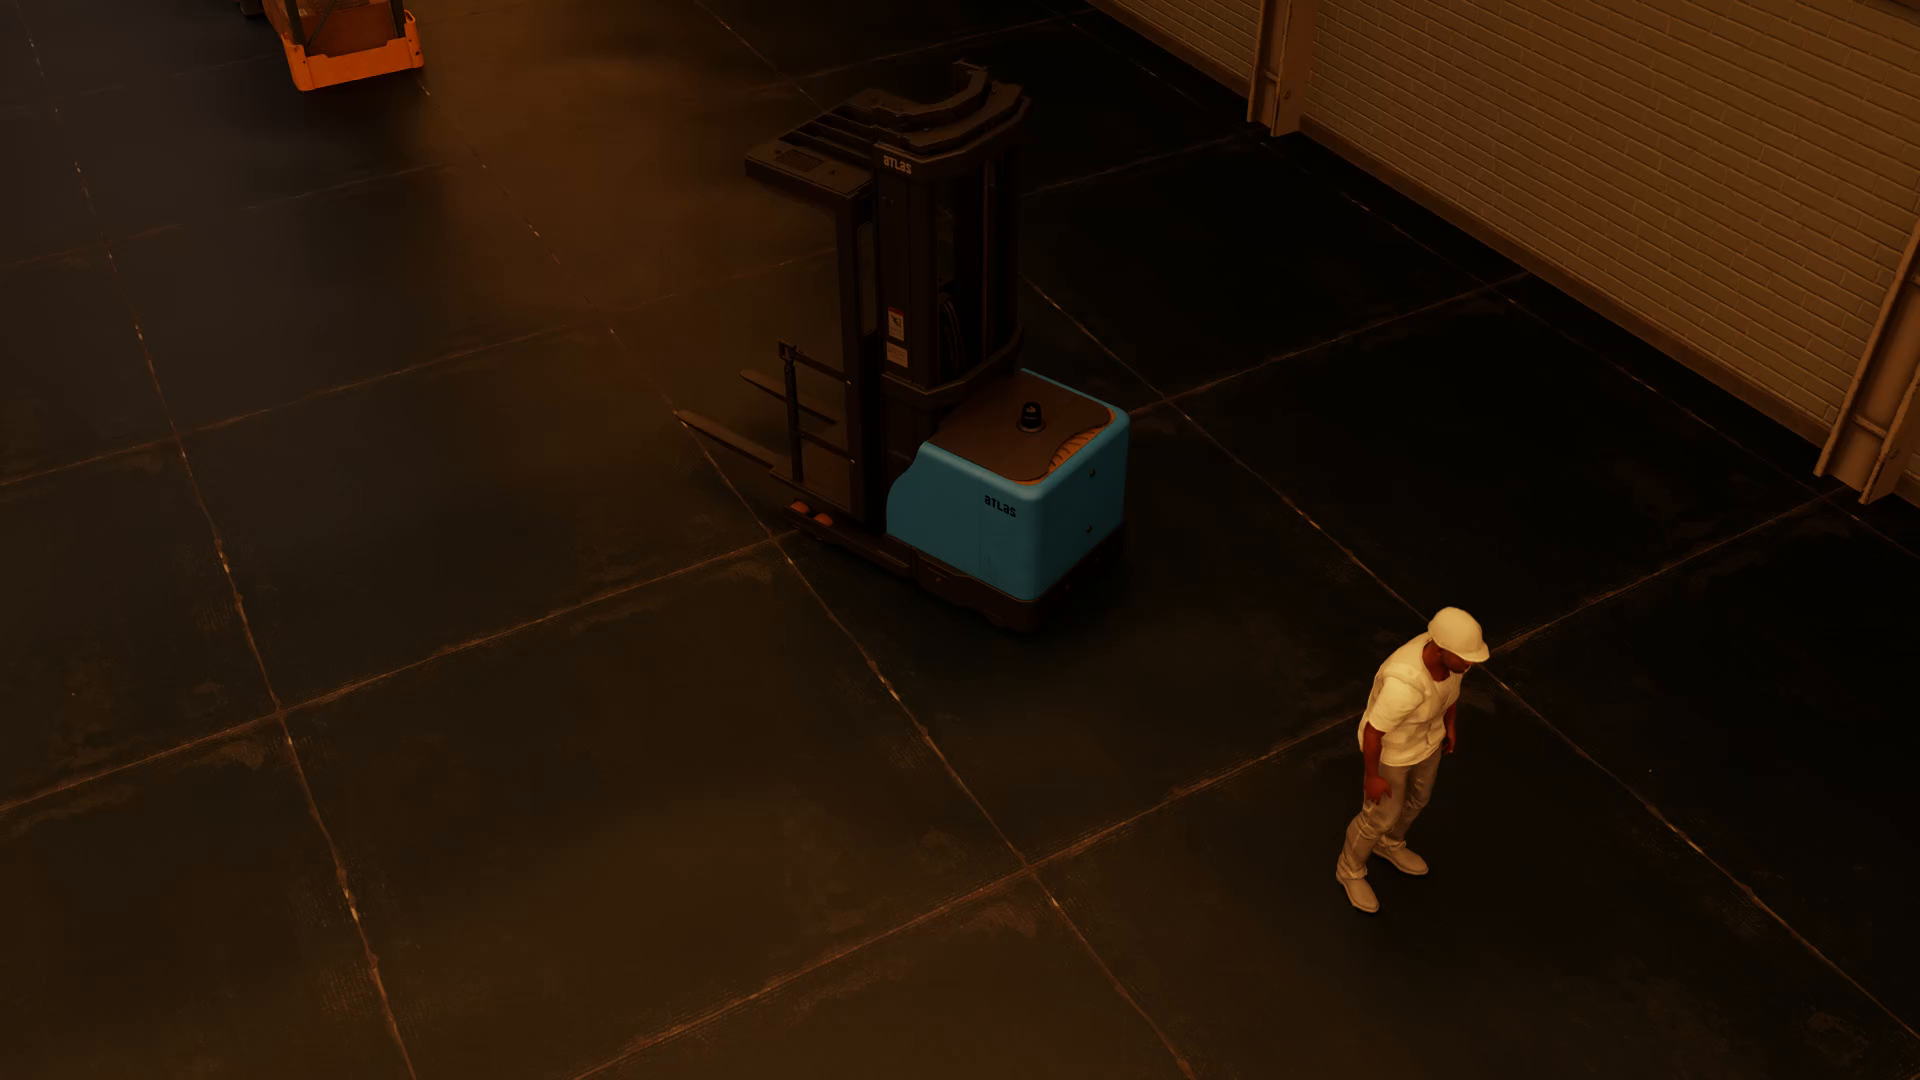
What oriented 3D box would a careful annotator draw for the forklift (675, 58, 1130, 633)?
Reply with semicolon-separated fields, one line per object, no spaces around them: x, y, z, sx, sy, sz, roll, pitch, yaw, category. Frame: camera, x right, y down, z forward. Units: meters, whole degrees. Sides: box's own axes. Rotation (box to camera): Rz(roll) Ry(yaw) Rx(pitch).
-0.481;-1.366;9.683;3.031;2.935;1.130;26;46;28;forklift

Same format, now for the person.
2.109;0.977;7.778;0.636;1.760;0.462;-27;47;-29;person
